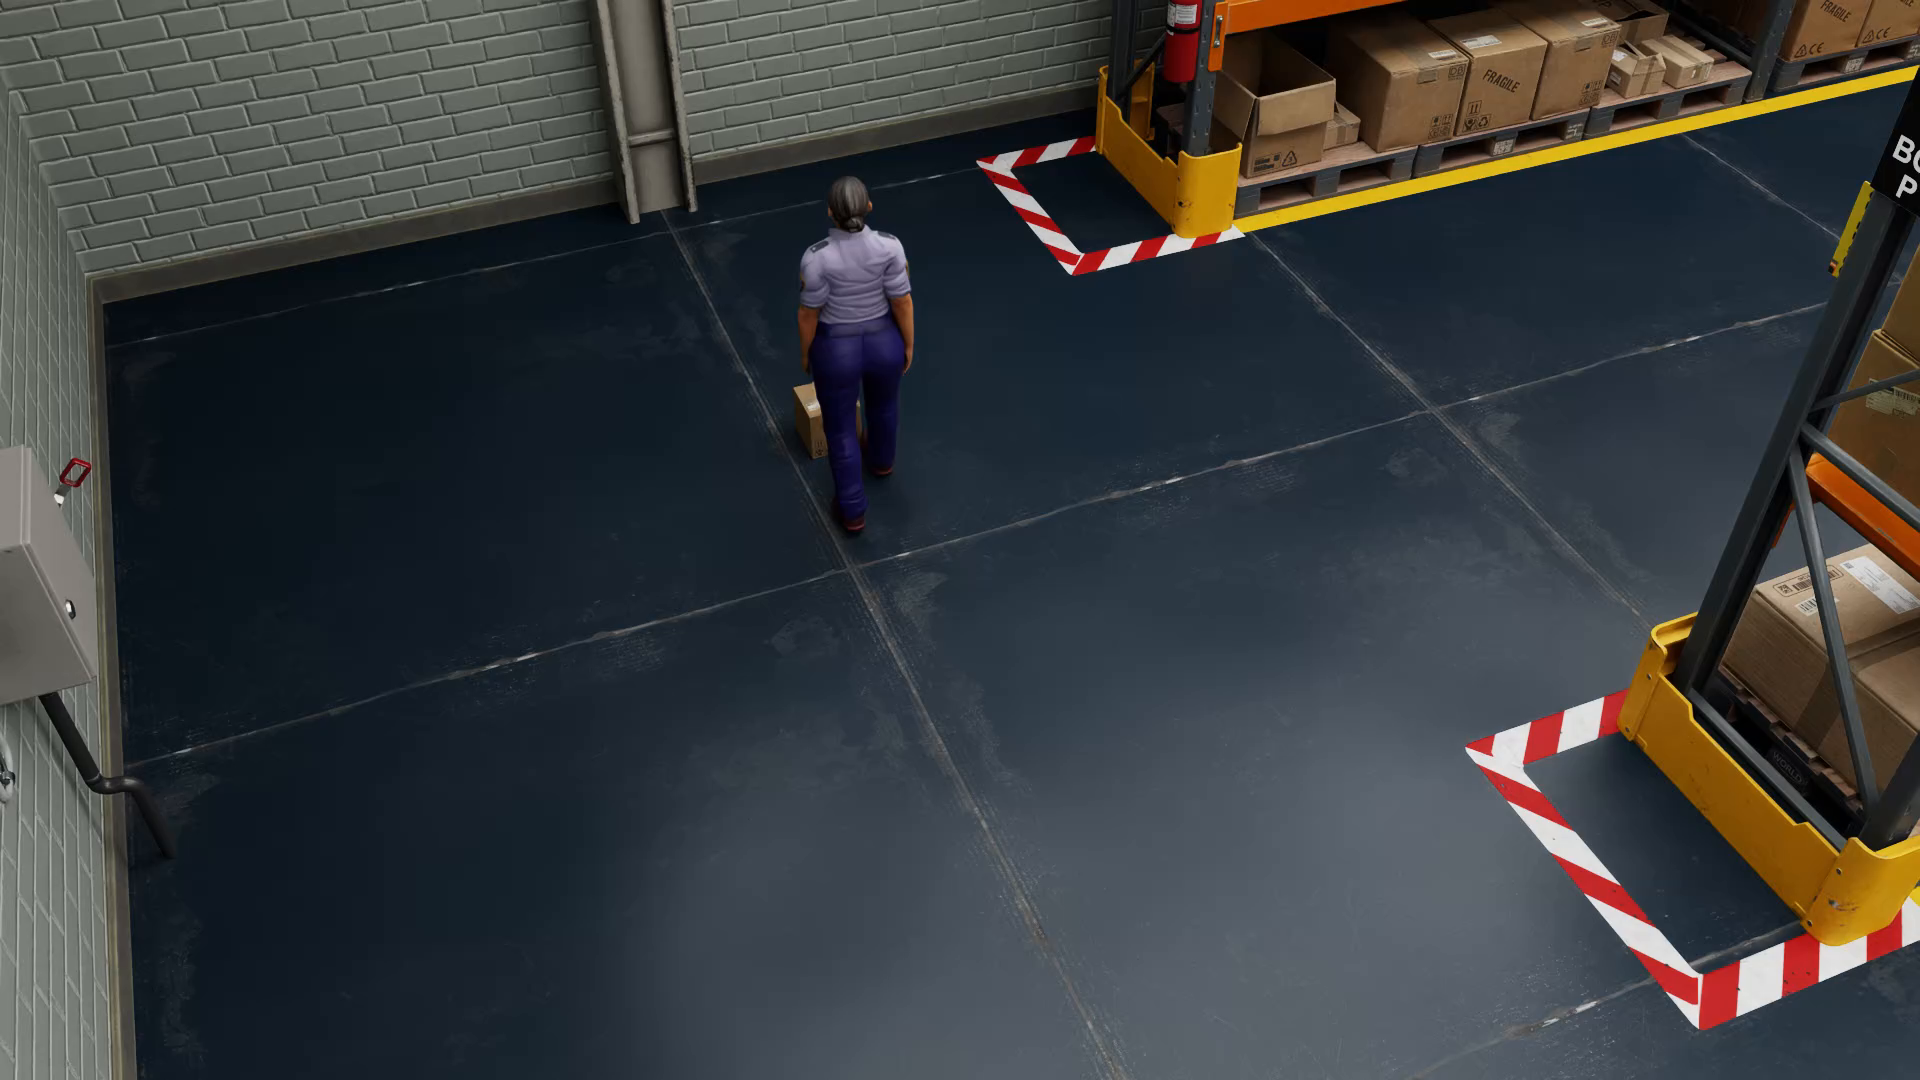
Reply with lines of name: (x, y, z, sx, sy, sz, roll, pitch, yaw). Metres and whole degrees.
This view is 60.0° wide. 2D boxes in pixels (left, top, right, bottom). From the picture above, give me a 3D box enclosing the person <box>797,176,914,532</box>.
person: (-0.467, -0.854, 7.107, 0.483, 1.644, 0.648, -13, 44, -14)
